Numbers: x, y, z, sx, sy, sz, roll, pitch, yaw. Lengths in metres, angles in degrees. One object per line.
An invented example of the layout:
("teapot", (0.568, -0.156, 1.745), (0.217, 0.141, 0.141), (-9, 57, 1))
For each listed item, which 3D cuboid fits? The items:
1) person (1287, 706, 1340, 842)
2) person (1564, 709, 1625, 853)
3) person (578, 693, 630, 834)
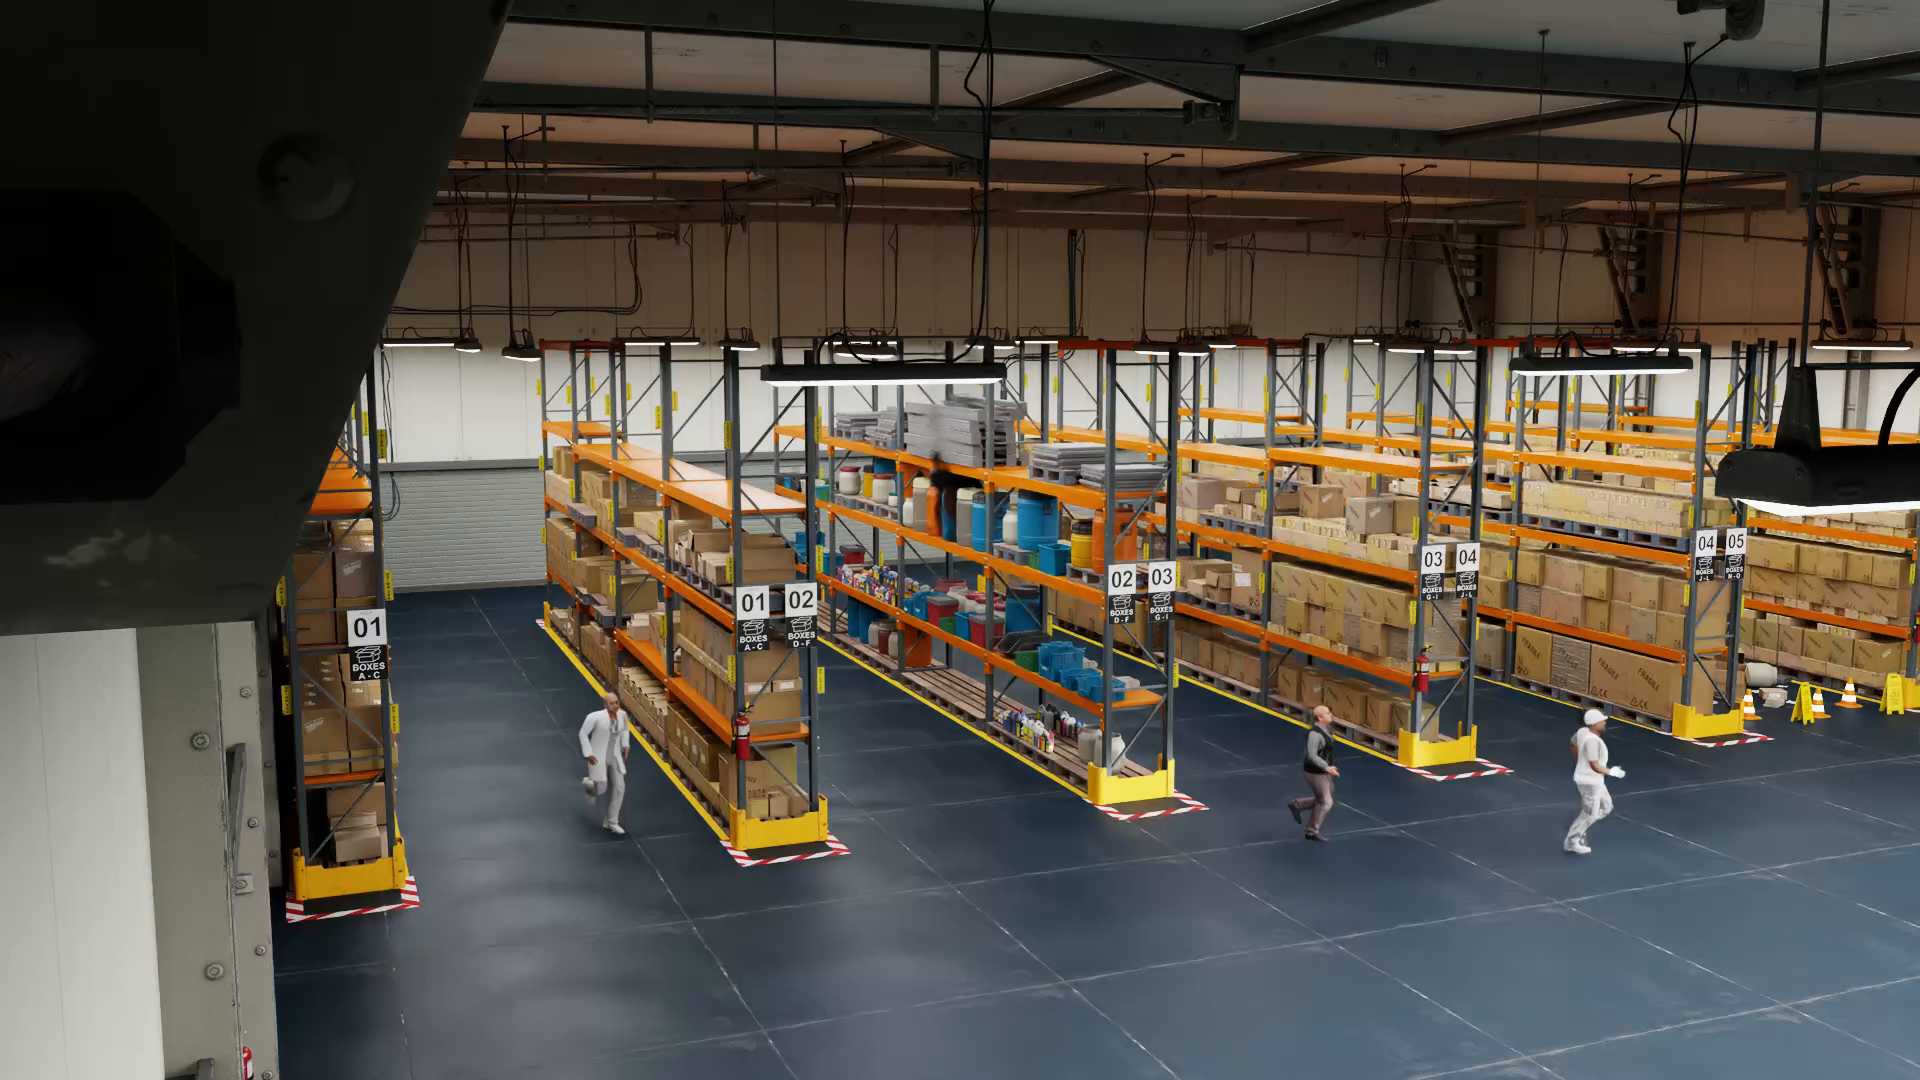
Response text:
("person", (4.360, 2.854, 20.461), (0.650, 1.695, 0.674), (3, 8, 20))
("person", (7.587, 2.882, 19.868), (0.638, 1.759, 0.721), (2, 8, 16))
("person", (-4.489, 2.770, 20.994), (0.718, 1.759, 0.938), (-6, 9, -38))
